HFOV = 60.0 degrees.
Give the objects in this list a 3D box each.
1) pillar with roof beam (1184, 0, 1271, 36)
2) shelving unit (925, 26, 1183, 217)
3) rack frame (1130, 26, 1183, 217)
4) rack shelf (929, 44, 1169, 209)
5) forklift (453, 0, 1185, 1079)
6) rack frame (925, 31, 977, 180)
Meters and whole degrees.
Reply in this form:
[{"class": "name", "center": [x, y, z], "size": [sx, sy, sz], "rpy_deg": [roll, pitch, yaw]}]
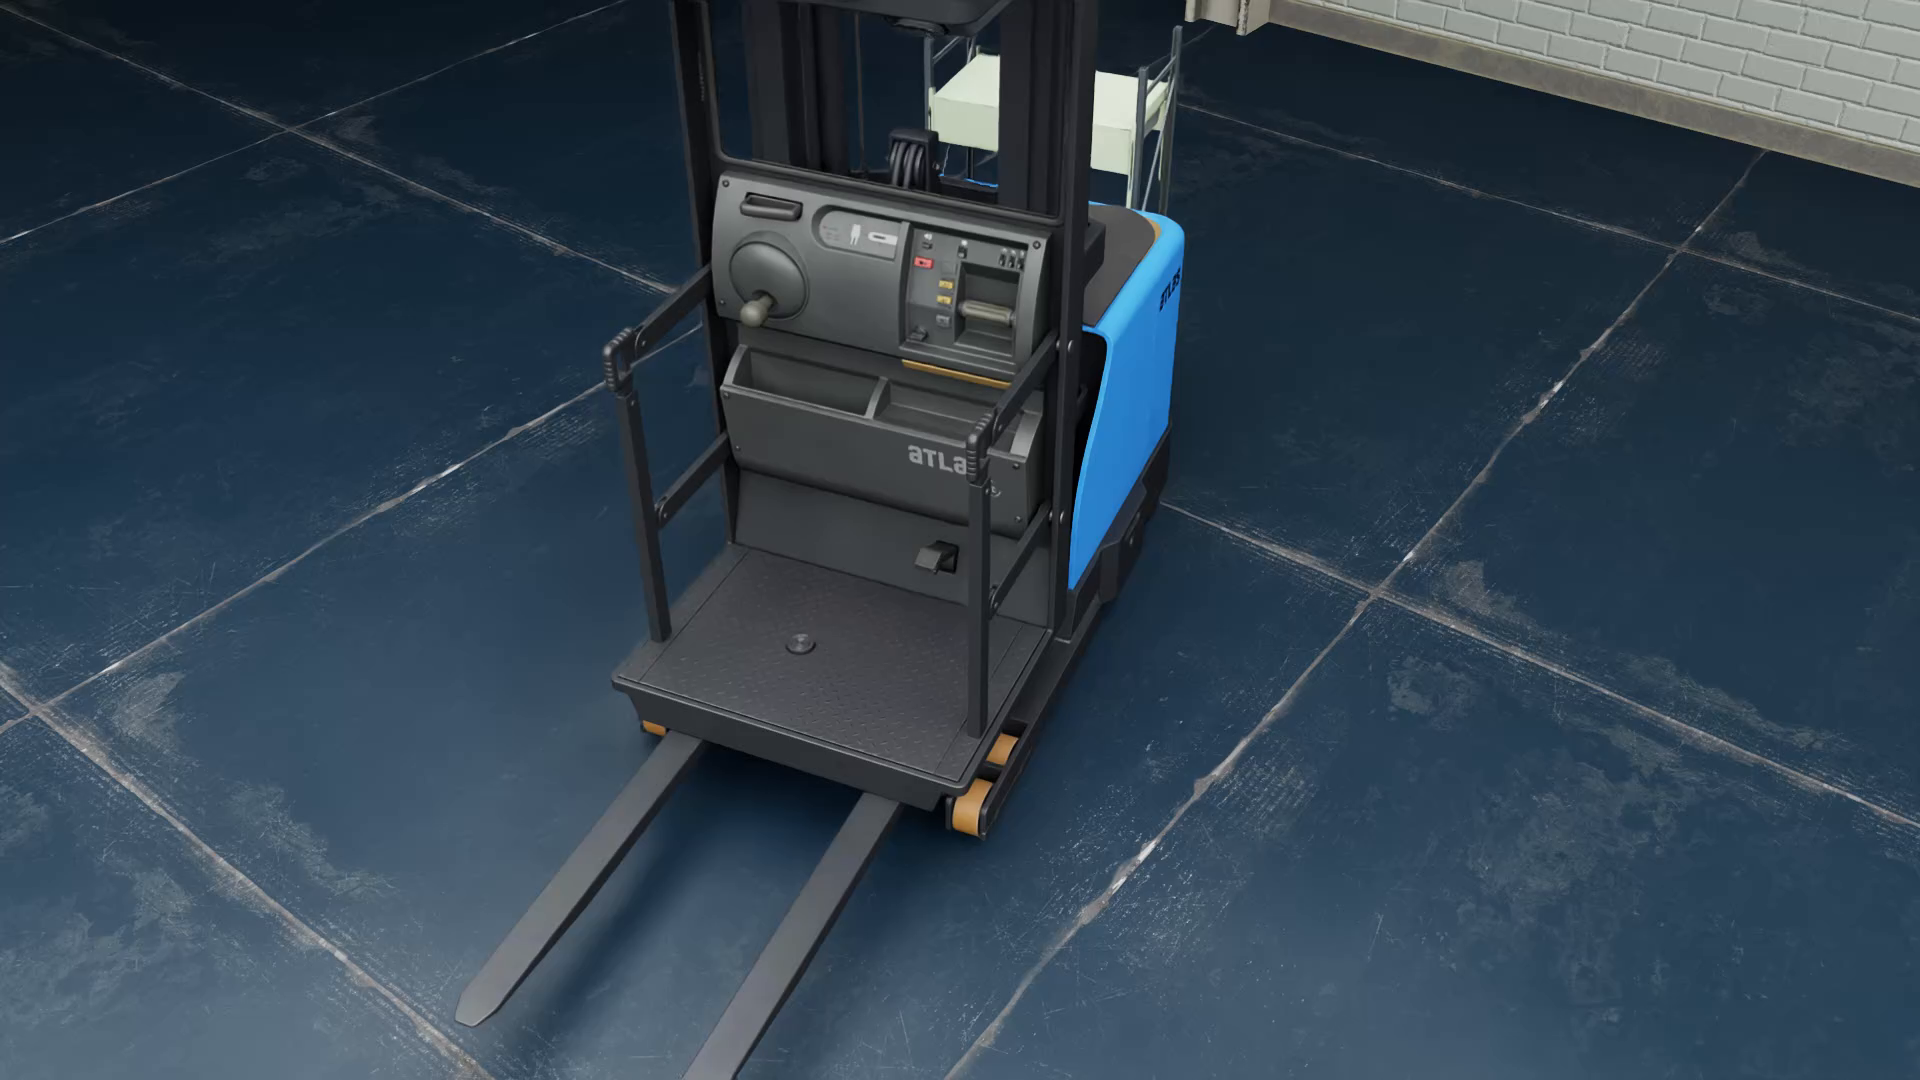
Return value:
[{"class": "pillar with roof beam", "center": [-1.075, -4.429, 4.108], "size": [0.400, 9.000, 9.100], "rpy_deg": [25, 45, 29]}, {"class": "shelving unit", "center": [0.309, -1.078, 5.910], "size": [0.755, 1.500, 0.431], "rpy_deg": [15, 40, 18]}, {"class": "rack frame", "center": [0.646, -0.990, 5.797], "size": [0.023, 1.500, 0.400], "rpy_deg": [15, 40, 18]}, {"class": "rack shelf", "center": [0.309, -1.385, 5.669], "size": [0.720, 0.370, 0.431], "rpy_deg": [15, 40, 18]}, {"class": "forklift", "center": [-0.305, -0.622, 4.167], "size": [1.130, 2.935, 3.031], "rpy_deg": [15, 40, 18]}, {"class": "rack frame", "center": [-0.028, -1.166, 6.022], "size": [0.023, 1.500, 0.400], "rpy_deg": [15, 40, 18]}]
